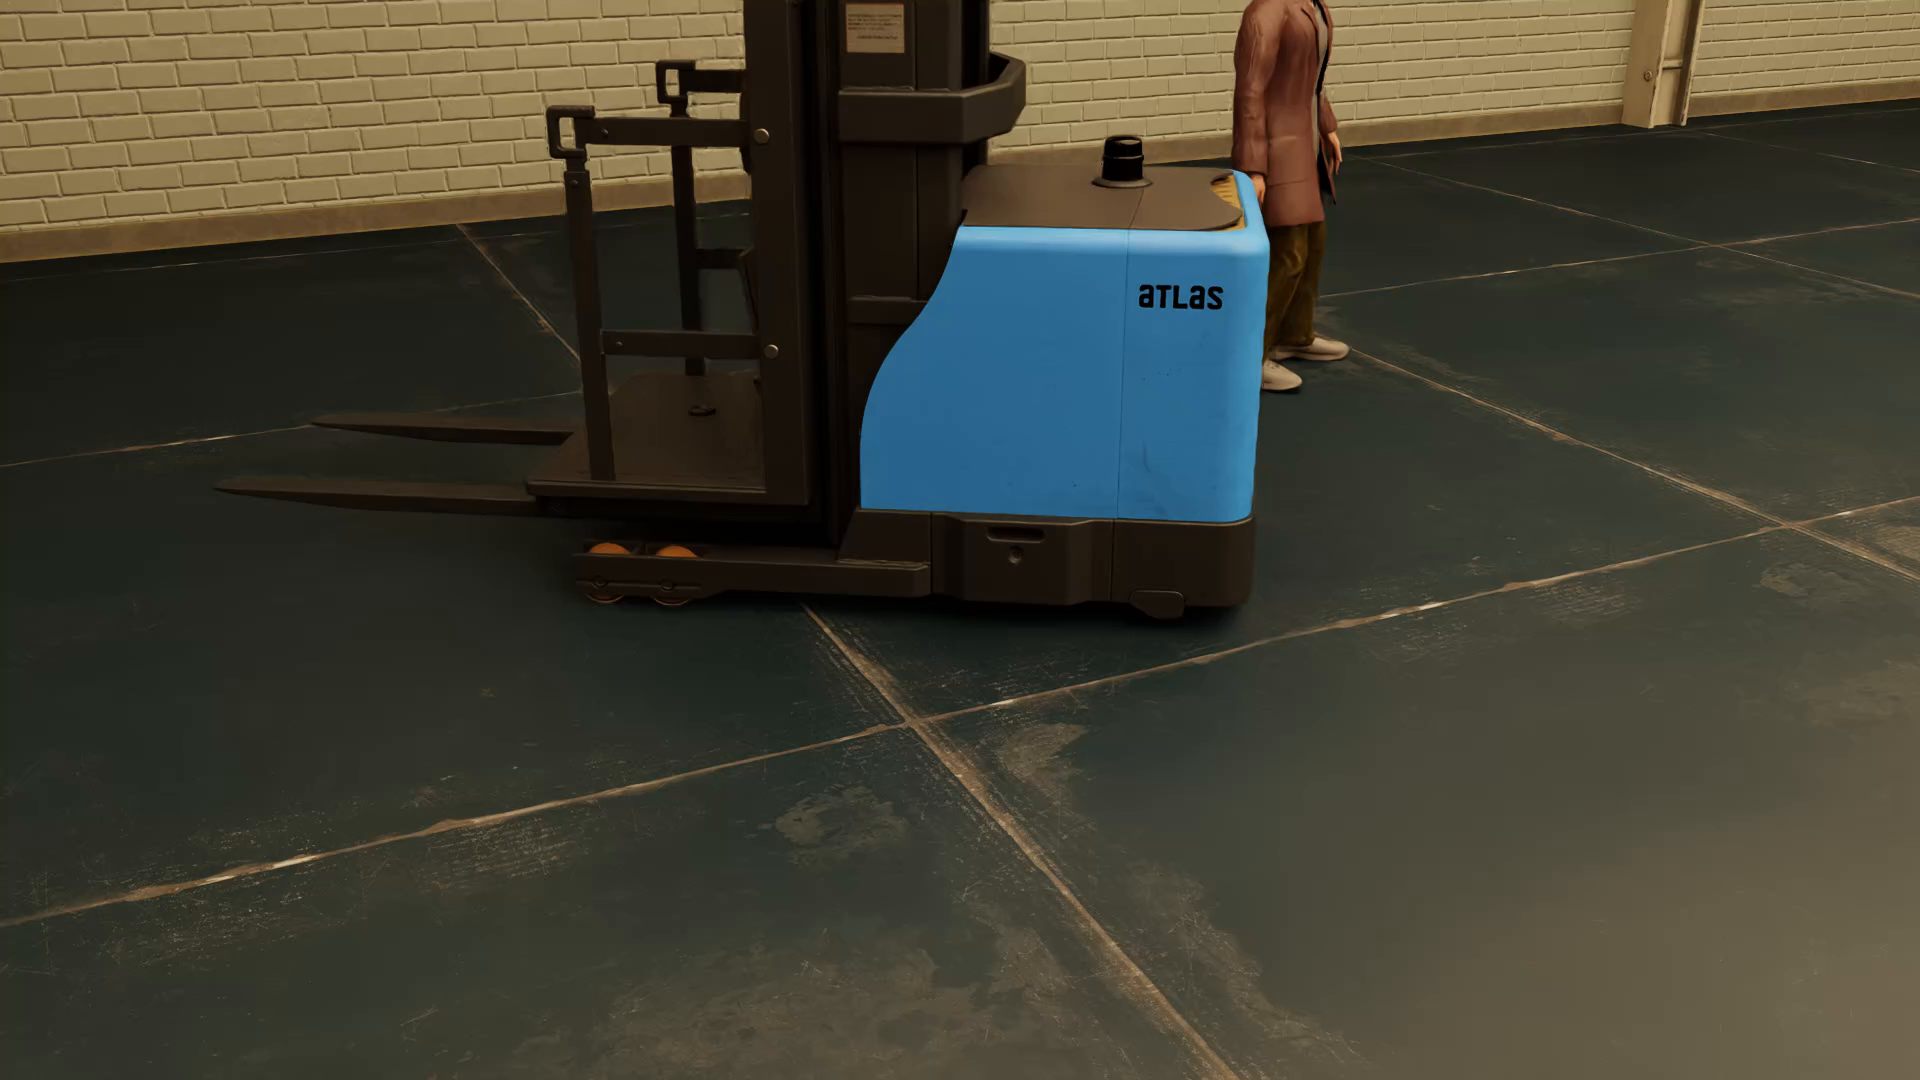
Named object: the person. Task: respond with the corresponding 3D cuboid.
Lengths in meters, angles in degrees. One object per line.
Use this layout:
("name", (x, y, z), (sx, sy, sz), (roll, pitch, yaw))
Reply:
("person", (1.256, -1.459, 6.337), (0.444, 1.752, 0.826), (10, 24, 22))

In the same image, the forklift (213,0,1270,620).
("forklift", (-0.663, -1.365, 4.573), (3.031, 2.935, 1.130), (2, 23, 6))
